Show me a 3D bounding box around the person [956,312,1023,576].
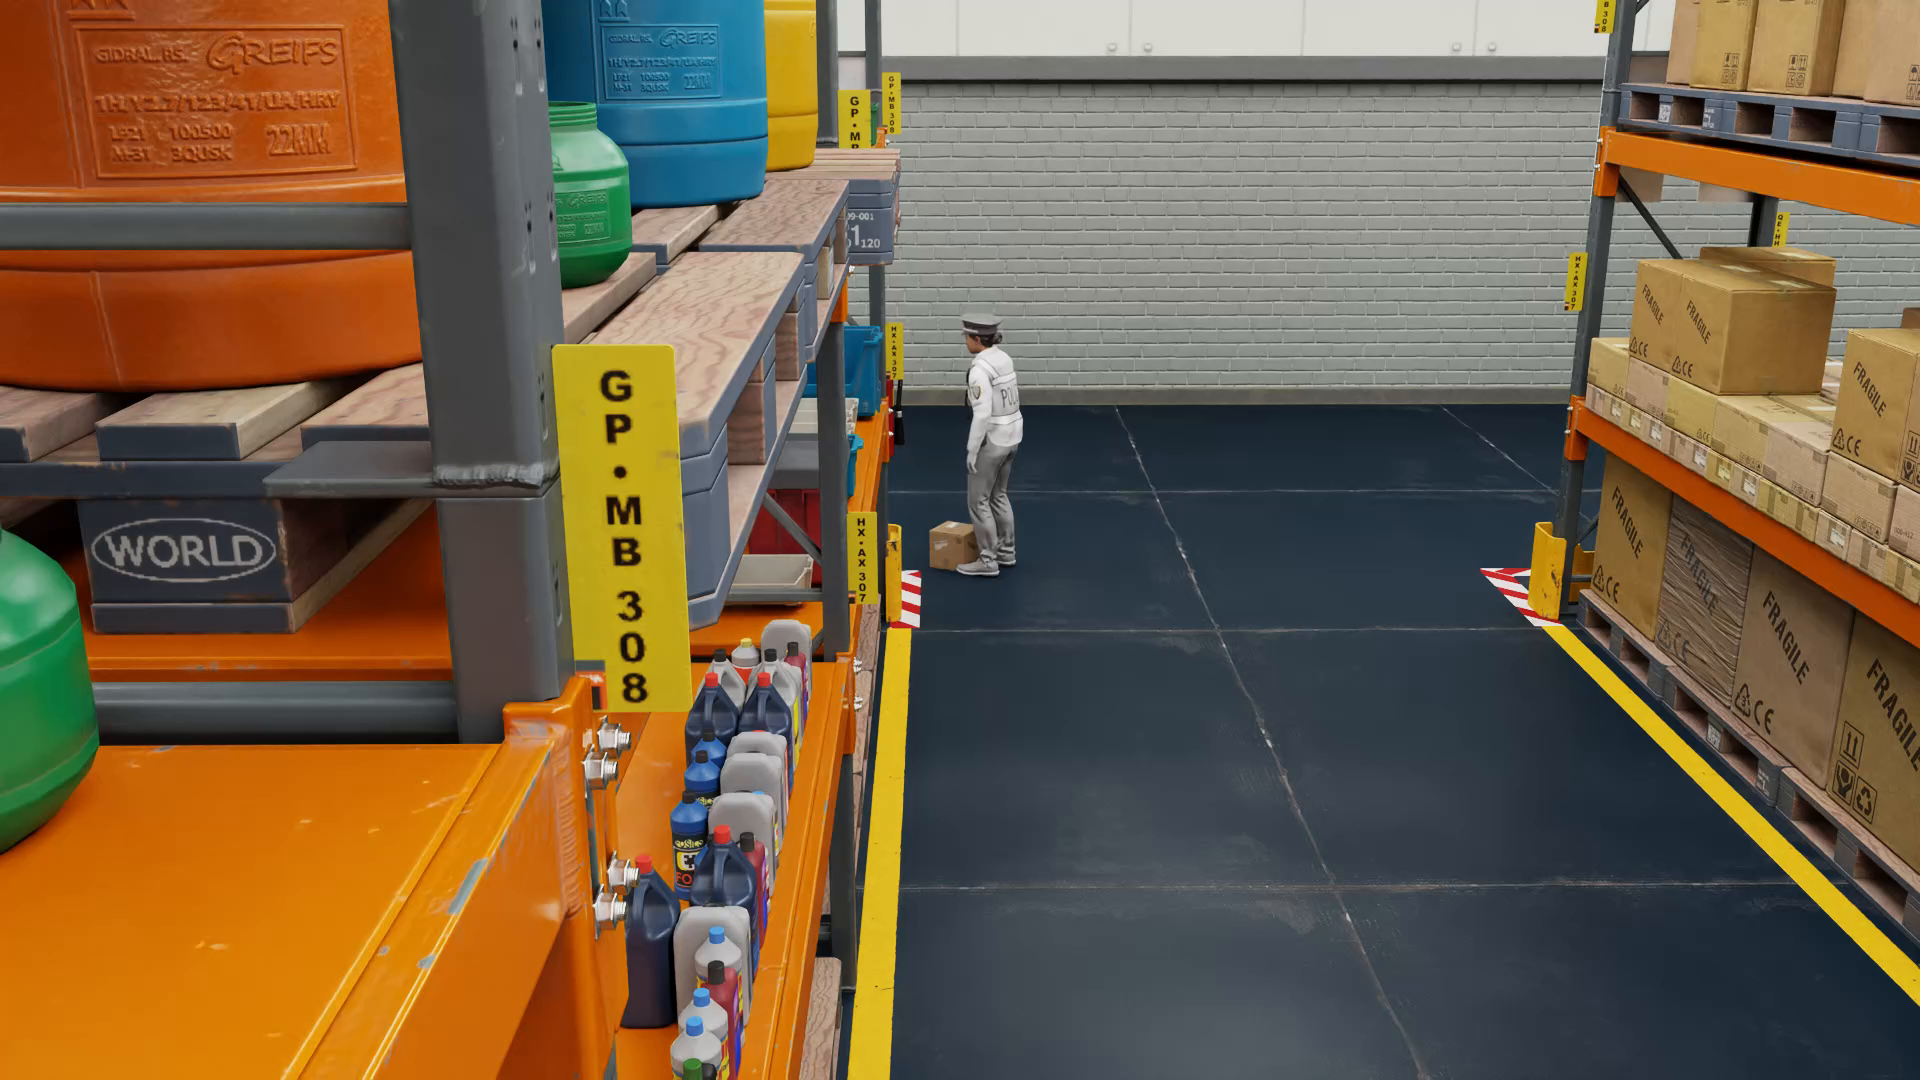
[{"bbox_3d":[0.187,-0.597,10.466,0.374,1.661,0.526,9,19,26],"label":"person"}]
